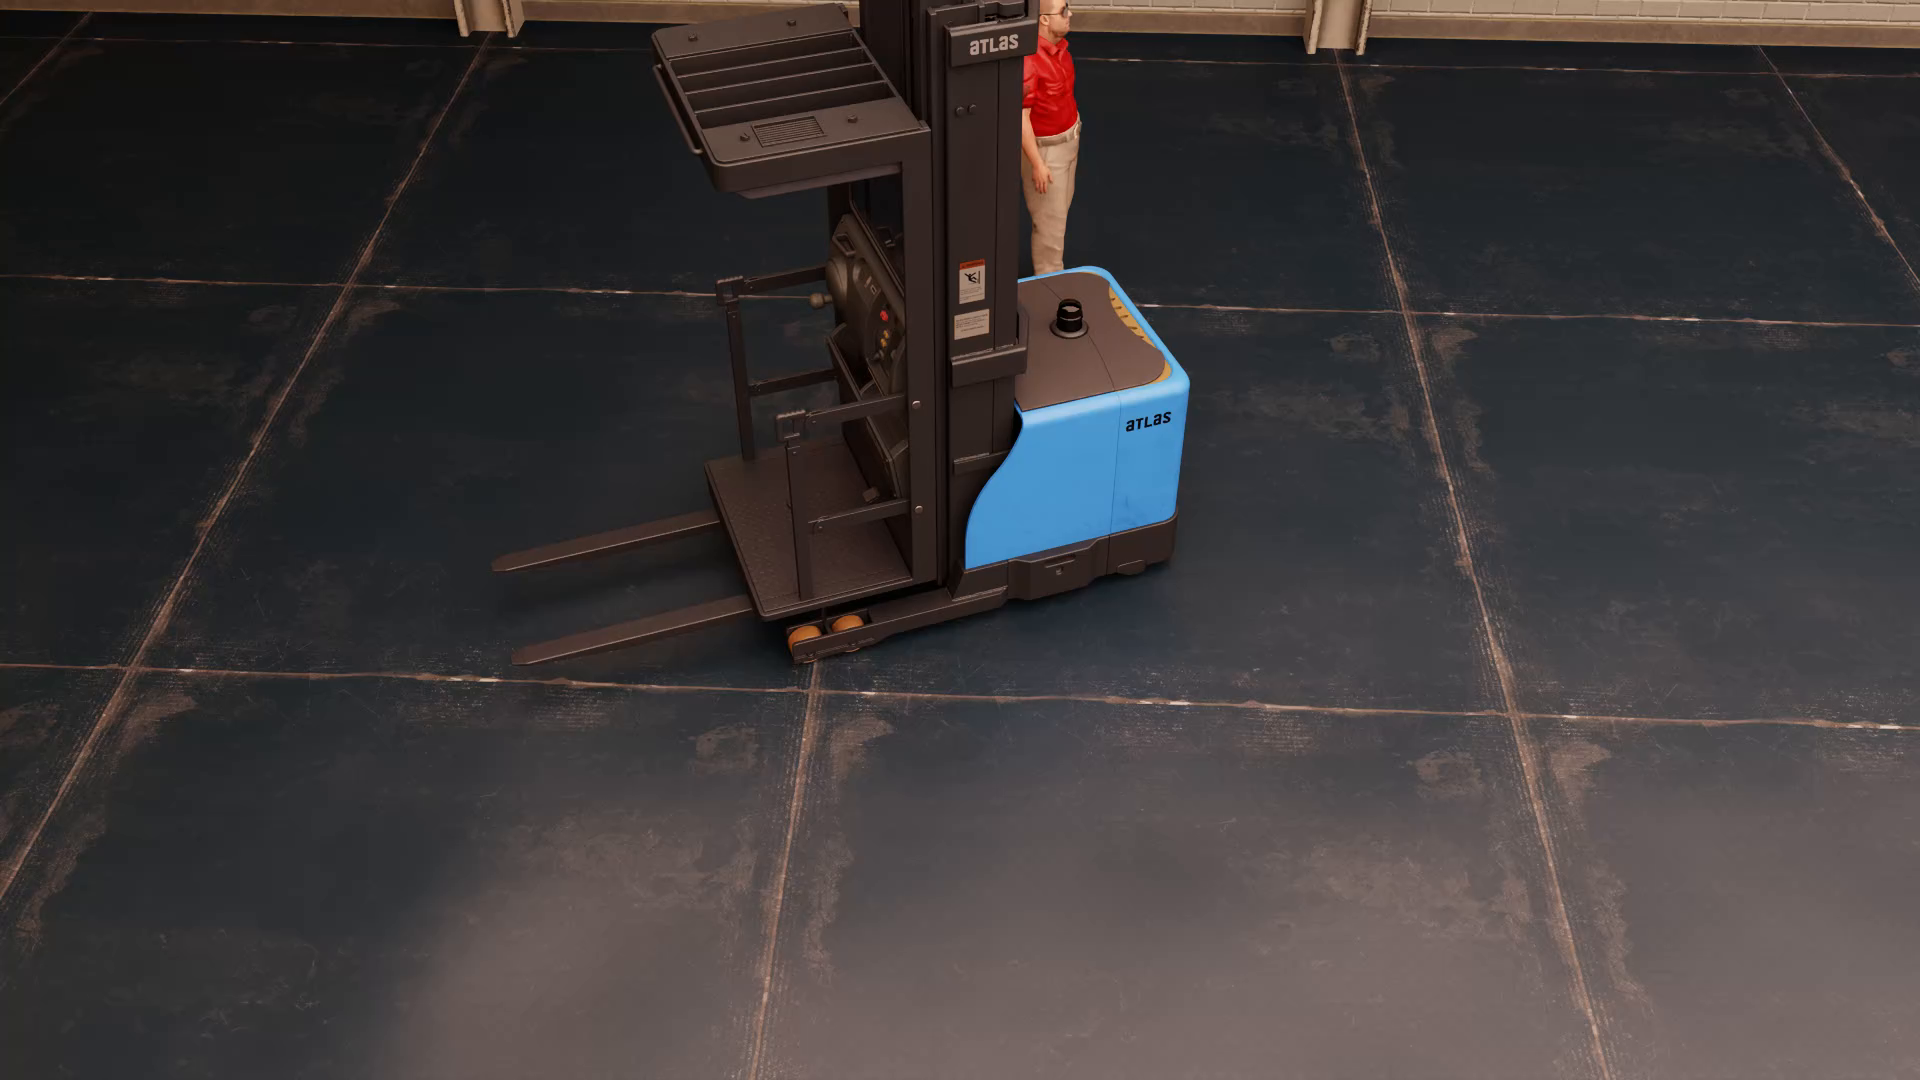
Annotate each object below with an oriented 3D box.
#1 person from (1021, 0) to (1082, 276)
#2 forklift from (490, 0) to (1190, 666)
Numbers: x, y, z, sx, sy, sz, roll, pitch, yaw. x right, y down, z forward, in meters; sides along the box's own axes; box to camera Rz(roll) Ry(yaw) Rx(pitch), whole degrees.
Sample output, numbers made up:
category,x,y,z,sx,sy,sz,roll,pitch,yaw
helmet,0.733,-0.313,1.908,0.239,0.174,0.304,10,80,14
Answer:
category,x,y,z,sx,sy,sz,roll,pitch,yaw
person,0.559,-2.067,8.887,0.550,1.728,0.642,14,44,15
forklift,-0.573,-0.945,6.778,3.031,2.935,1.130,-13,44,-14
